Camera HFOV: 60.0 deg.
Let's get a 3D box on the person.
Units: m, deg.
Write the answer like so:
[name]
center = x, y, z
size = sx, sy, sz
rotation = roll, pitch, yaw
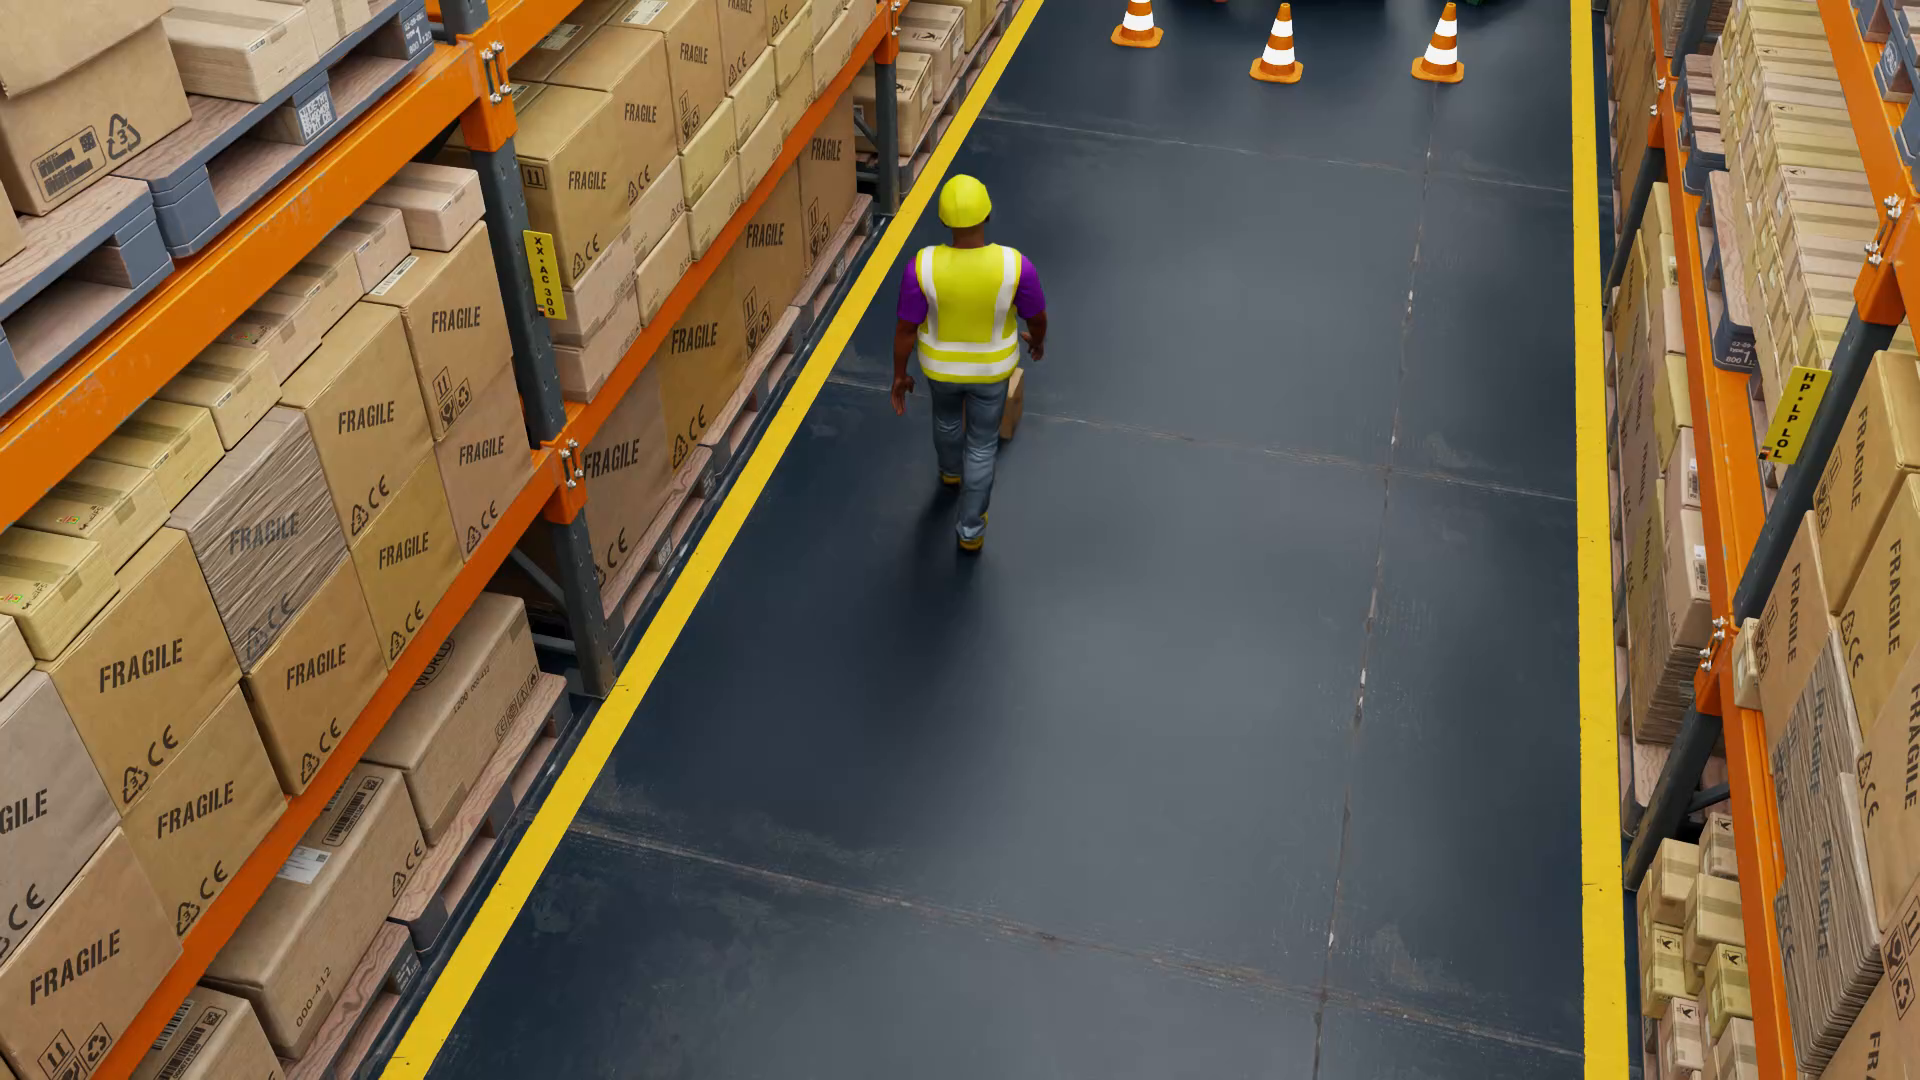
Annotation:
[person]
center = 0.061, -0.838, 7.092
size = 0.630, 1.744, 0.758
rotation = 5, 41, 6
